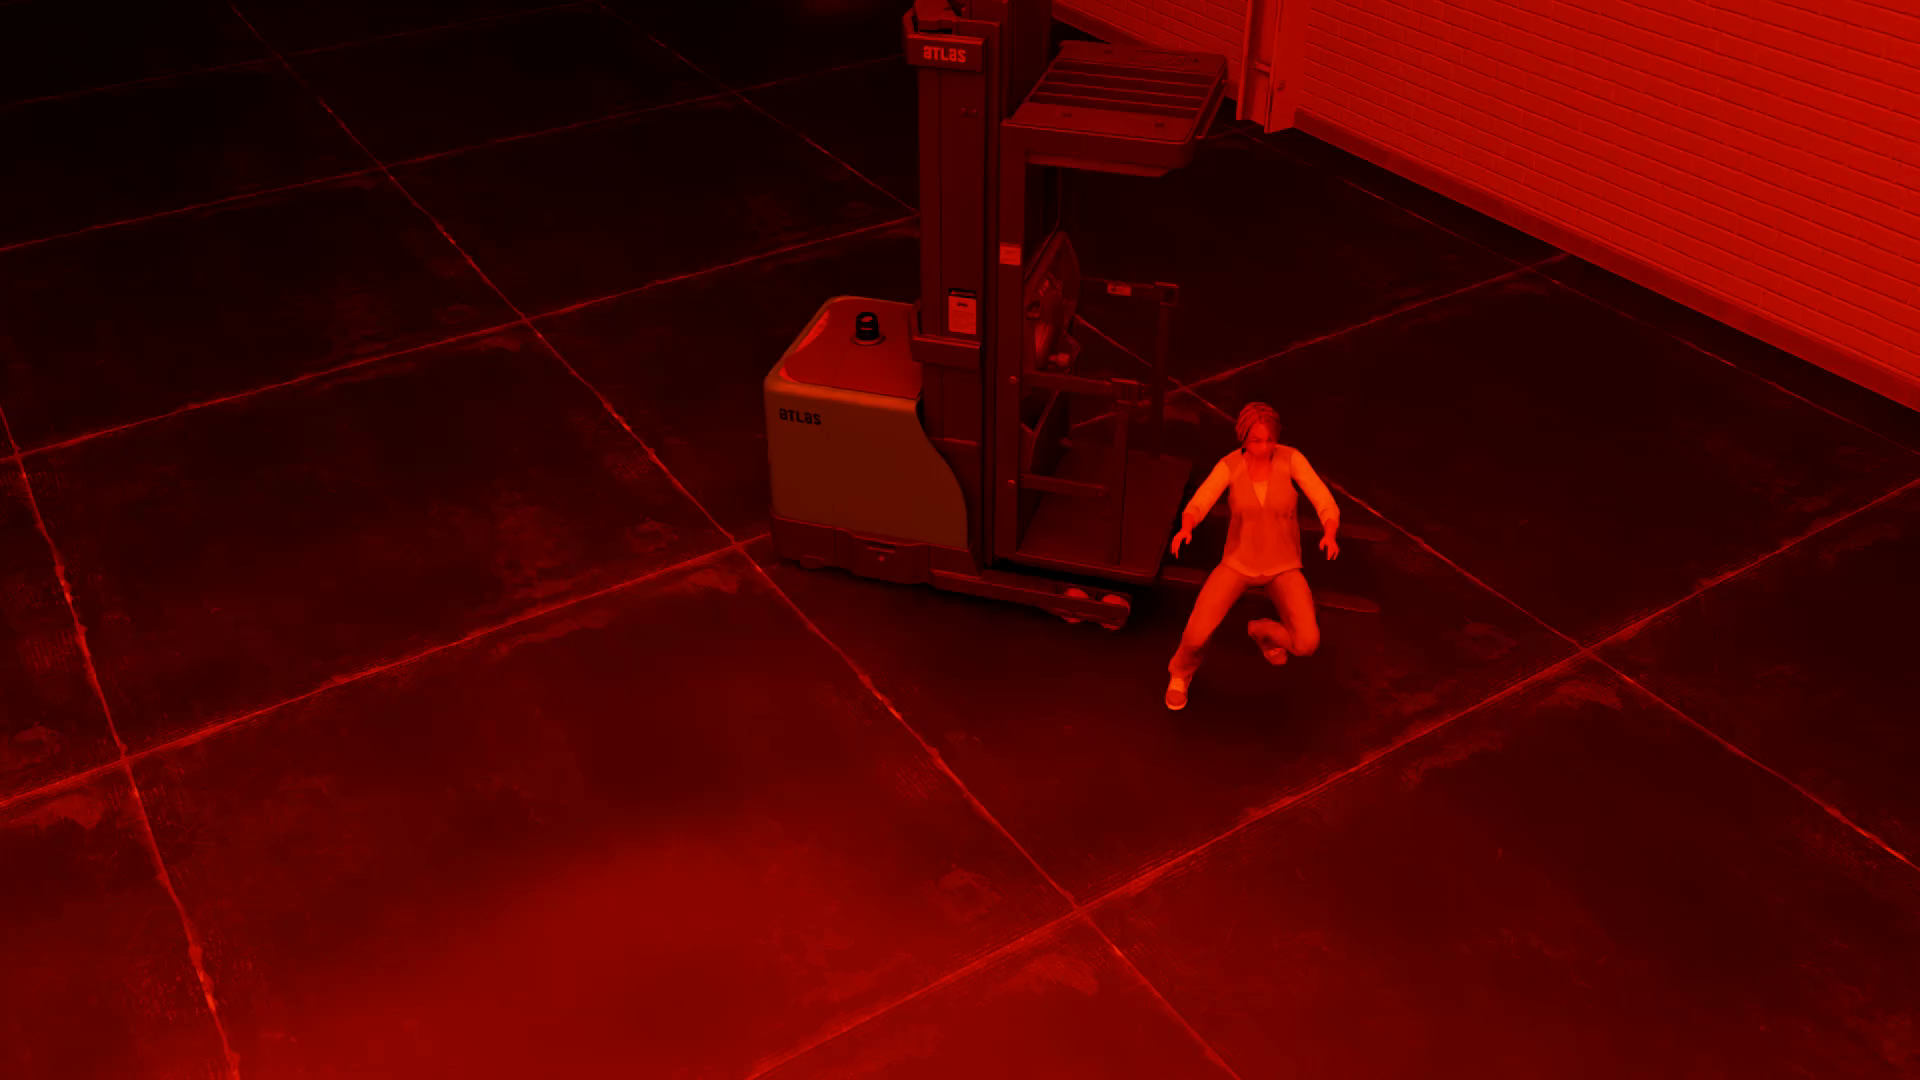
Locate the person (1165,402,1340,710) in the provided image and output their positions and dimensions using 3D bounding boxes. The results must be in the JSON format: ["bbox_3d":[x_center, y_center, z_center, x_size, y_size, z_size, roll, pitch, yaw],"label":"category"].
[{"bbox_3d":[1.245,0.165,7.148,0.688,1.443,0.704,5,35,7],"label":"person"}]

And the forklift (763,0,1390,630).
[{"bbox_3d":[0.614,-1.106,7.722,3.031,2.935,1.130,10,36,13],"label":"forklift"}]
